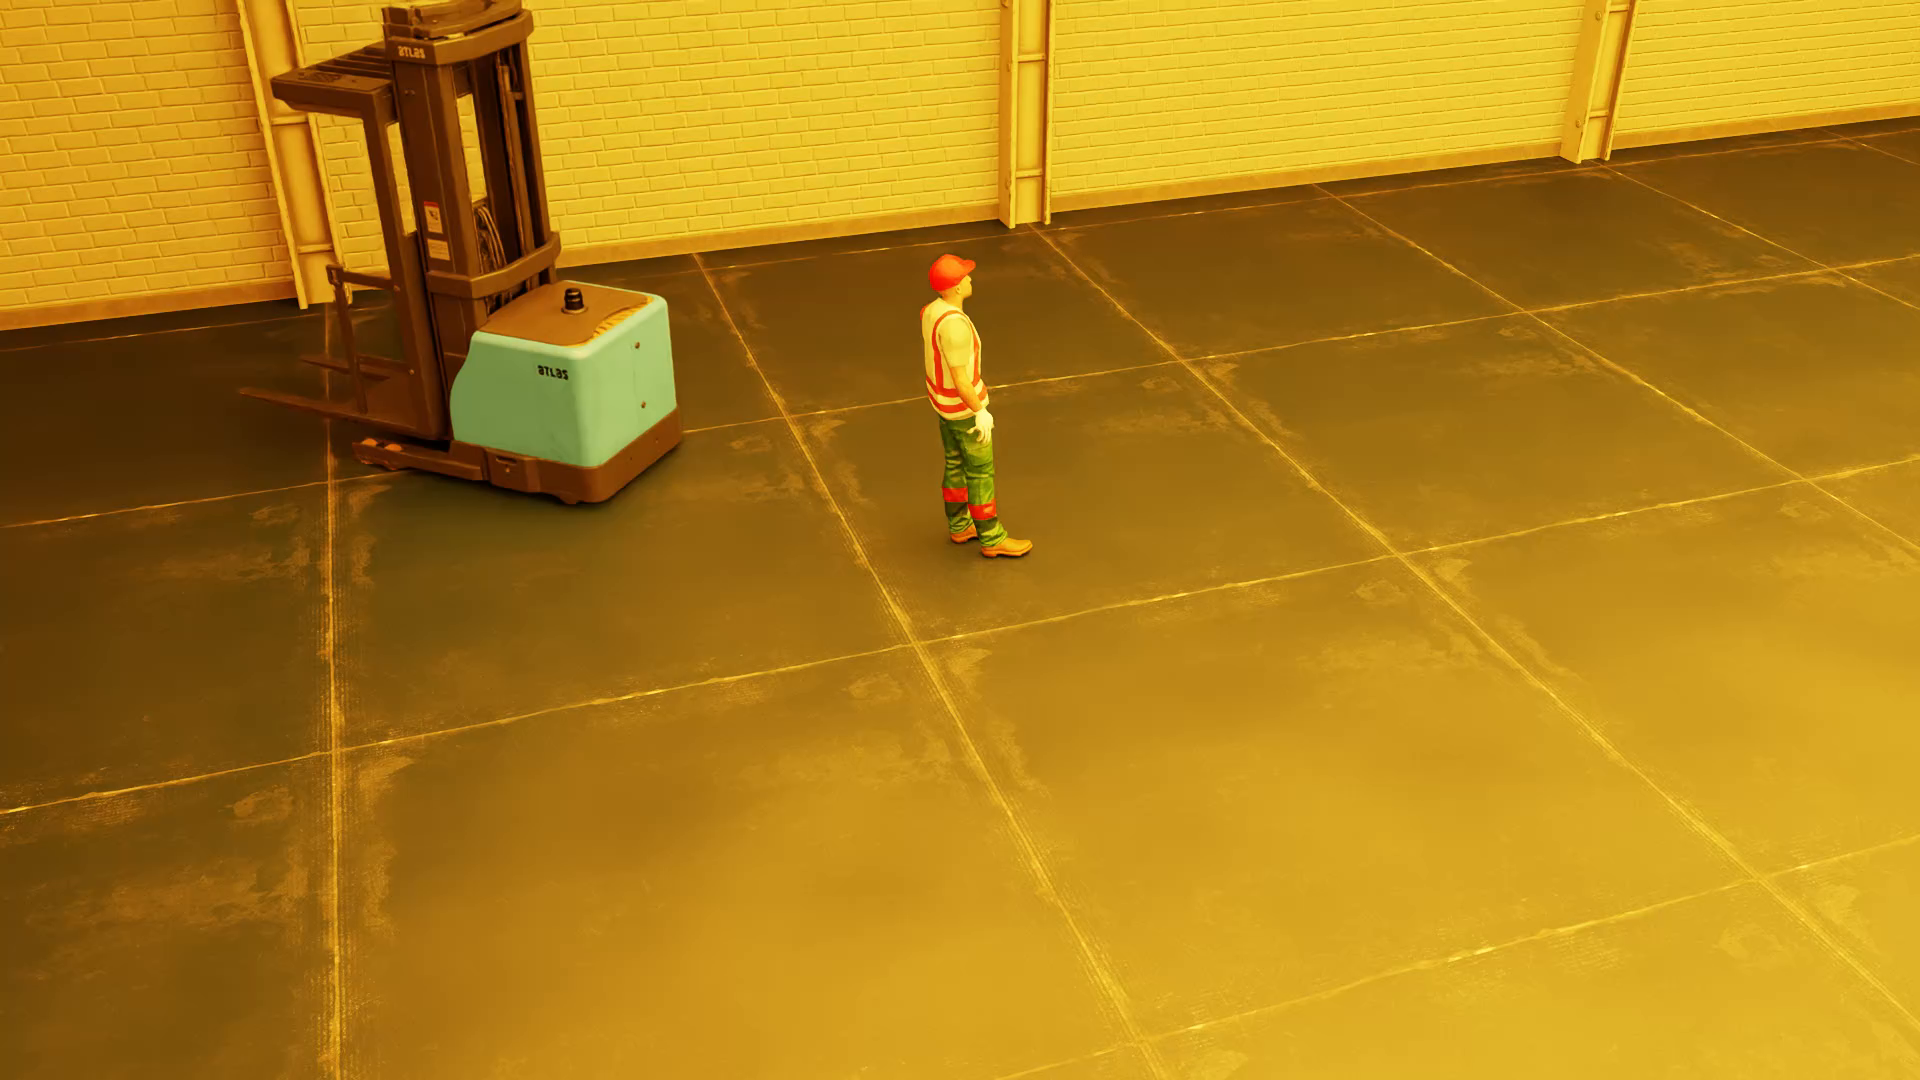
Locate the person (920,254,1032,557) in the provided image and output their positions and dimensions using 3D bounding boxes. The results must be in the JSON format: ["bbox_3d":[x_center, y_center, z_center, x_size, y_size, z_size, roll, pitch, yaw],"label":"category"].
[{"bbox_3d":[0.079,-0.789,9.589,0.564,1.787,0.638,-10,31,-16],"label":"person"}]

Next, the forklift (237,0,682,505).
[{"bbox_3d":[-3.413,-1.955,10.485,3.031,2.935,1.130,12,32,19],"label":"forklift"}]
